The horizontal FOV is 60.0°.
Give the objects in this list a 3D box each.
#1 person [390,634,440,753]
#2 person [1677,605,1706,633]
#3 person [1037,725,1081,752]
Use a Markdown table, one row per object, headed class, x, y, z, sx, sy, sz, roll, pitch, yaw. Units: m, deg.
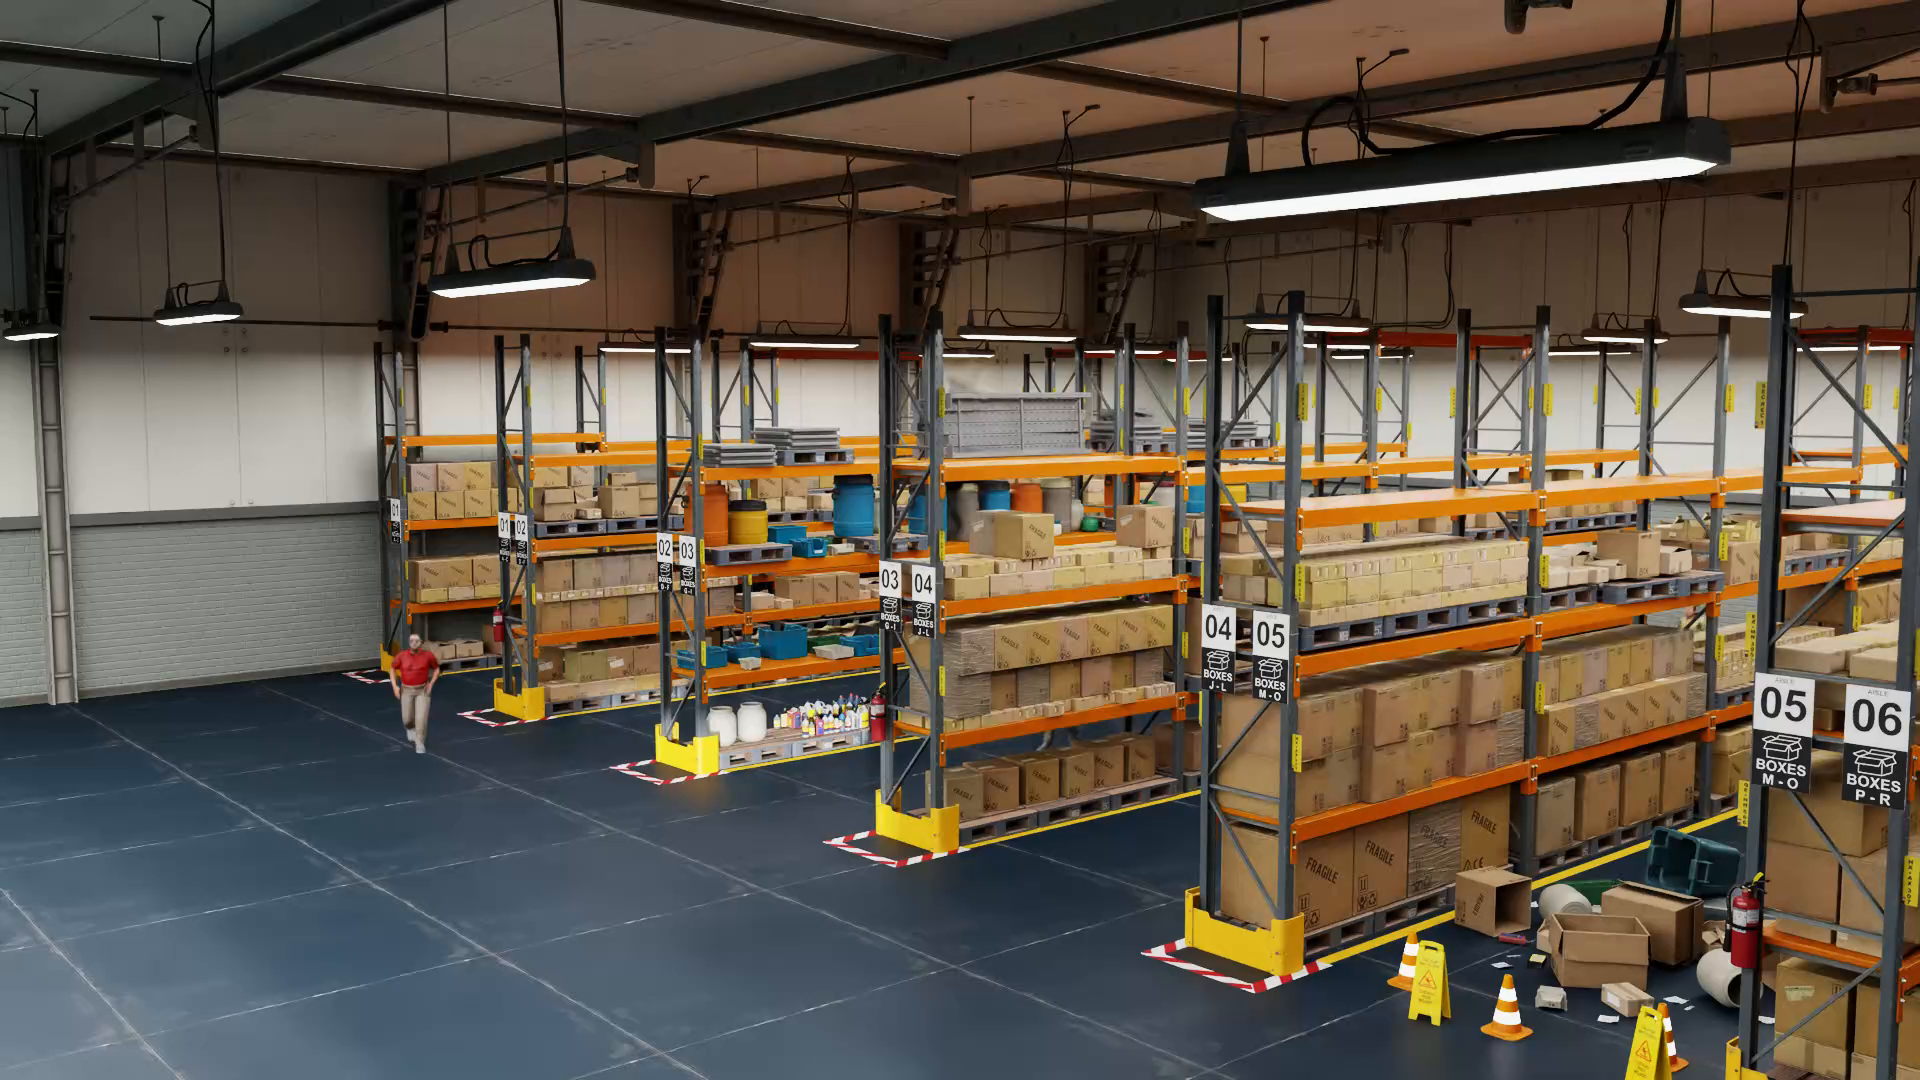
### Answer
| class | x | y | z | sx | sy | sz | roll | pitch | yaw |
| --- | --- | --- | --- | --- | --- | --- | --- | --- | --- |
| person | -7.794 | 2.169 | 23.812 | 0.692 | 1.696 | 0.625 | -1 | 5 | -15 |
| person | 12.017 | 1.835 | 27.369 | 0.568 | 1.637 | 0.969 | 5 | 7 | 42 |
| person | 1.315 | 1.996 | 22.584 | 0.732 | 1.708 | 0.578 | -4 | 7 | -40 |
